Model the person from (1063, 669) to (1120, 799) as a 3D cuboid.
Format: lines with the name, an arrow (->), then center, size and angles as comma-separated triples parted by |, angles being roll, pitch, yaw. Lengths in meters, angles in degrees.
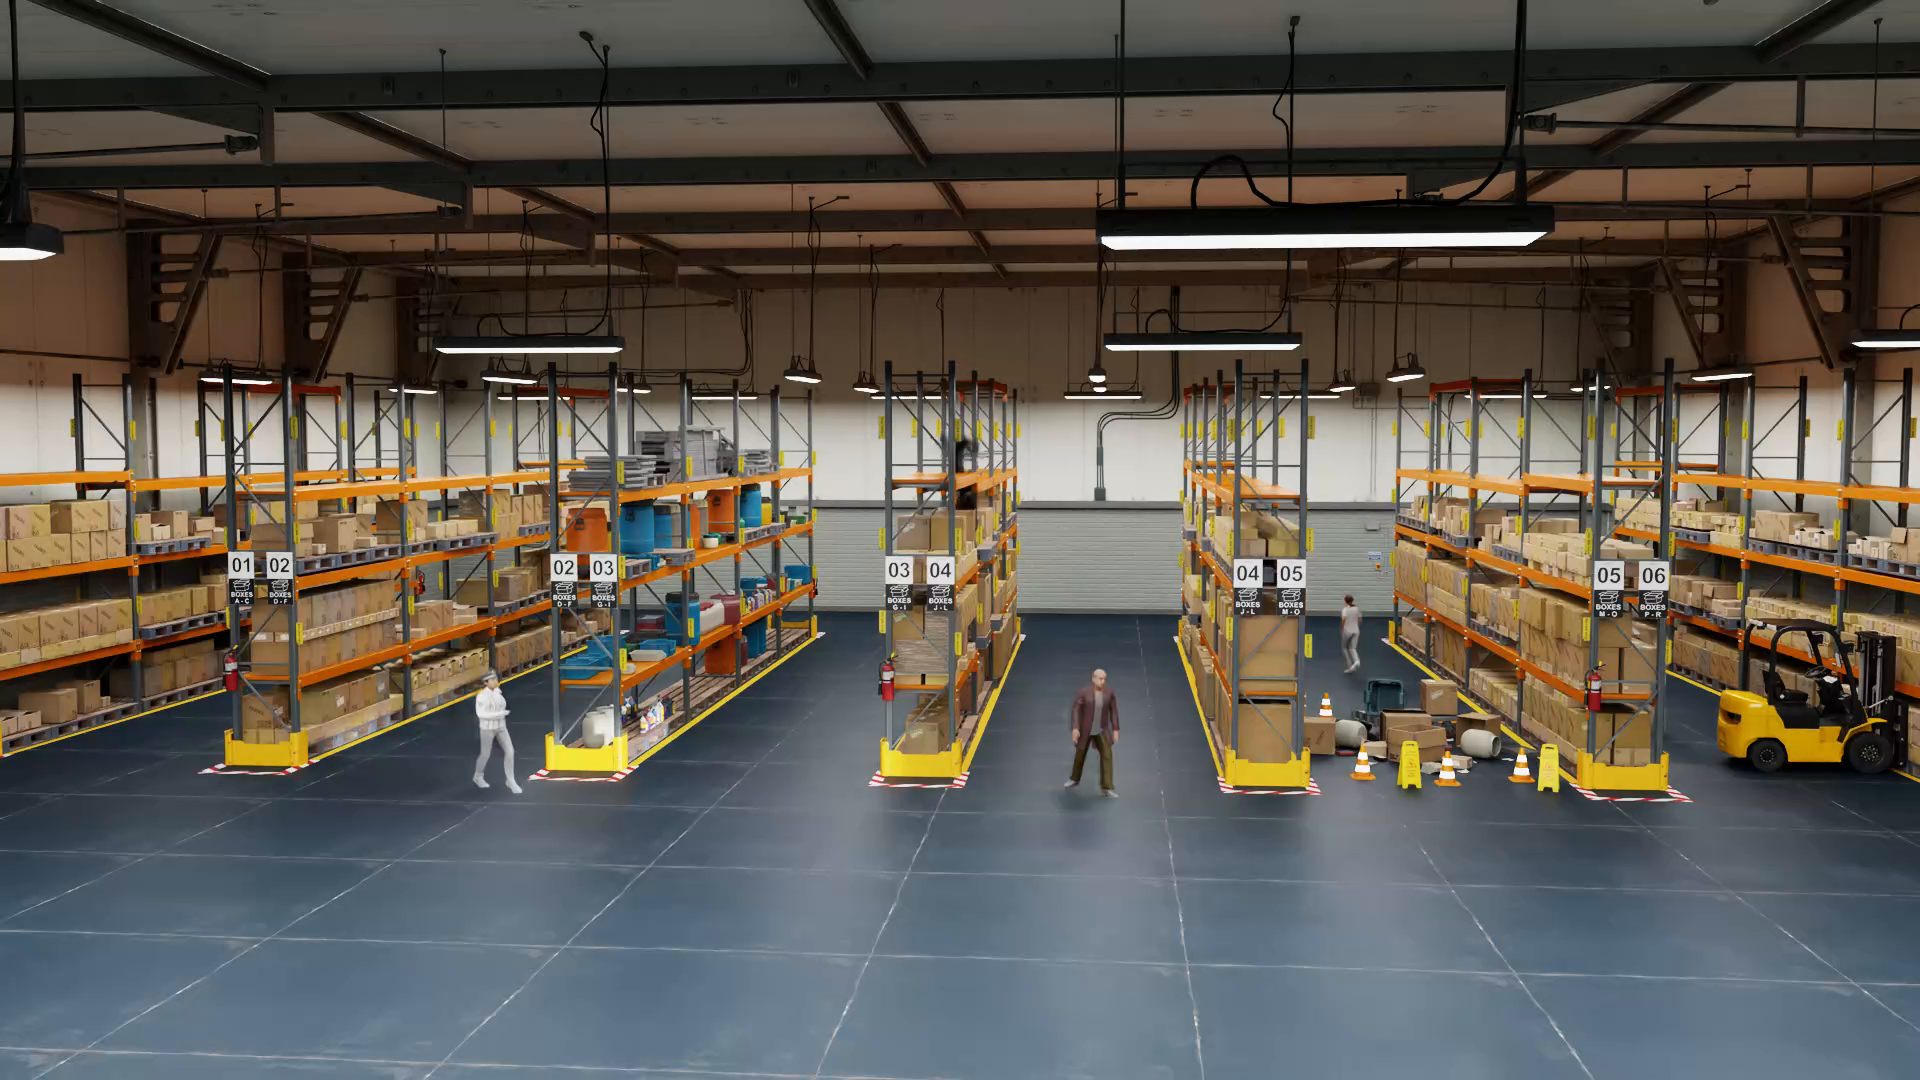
person -> 1.845, 2.627, 22.880 | 0.748, 1.738, 0.950 | -1, 4, -12

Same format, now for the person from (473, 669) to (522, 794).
person -> -6.471, 2.639, 22.954 | 0.779, 1.736, 0.589 | 3, 5, 35

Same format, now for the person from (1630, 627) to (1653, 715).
person -> 11.555, 2.326, 28.389 | 0.574, 1.641, 0.736 | 0, 4, -7

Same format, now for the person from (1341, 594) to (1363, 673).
person -> 8.072, 1.952, 34.119 | 0.550, 1.647, 0.757 | -1, 4, -11
